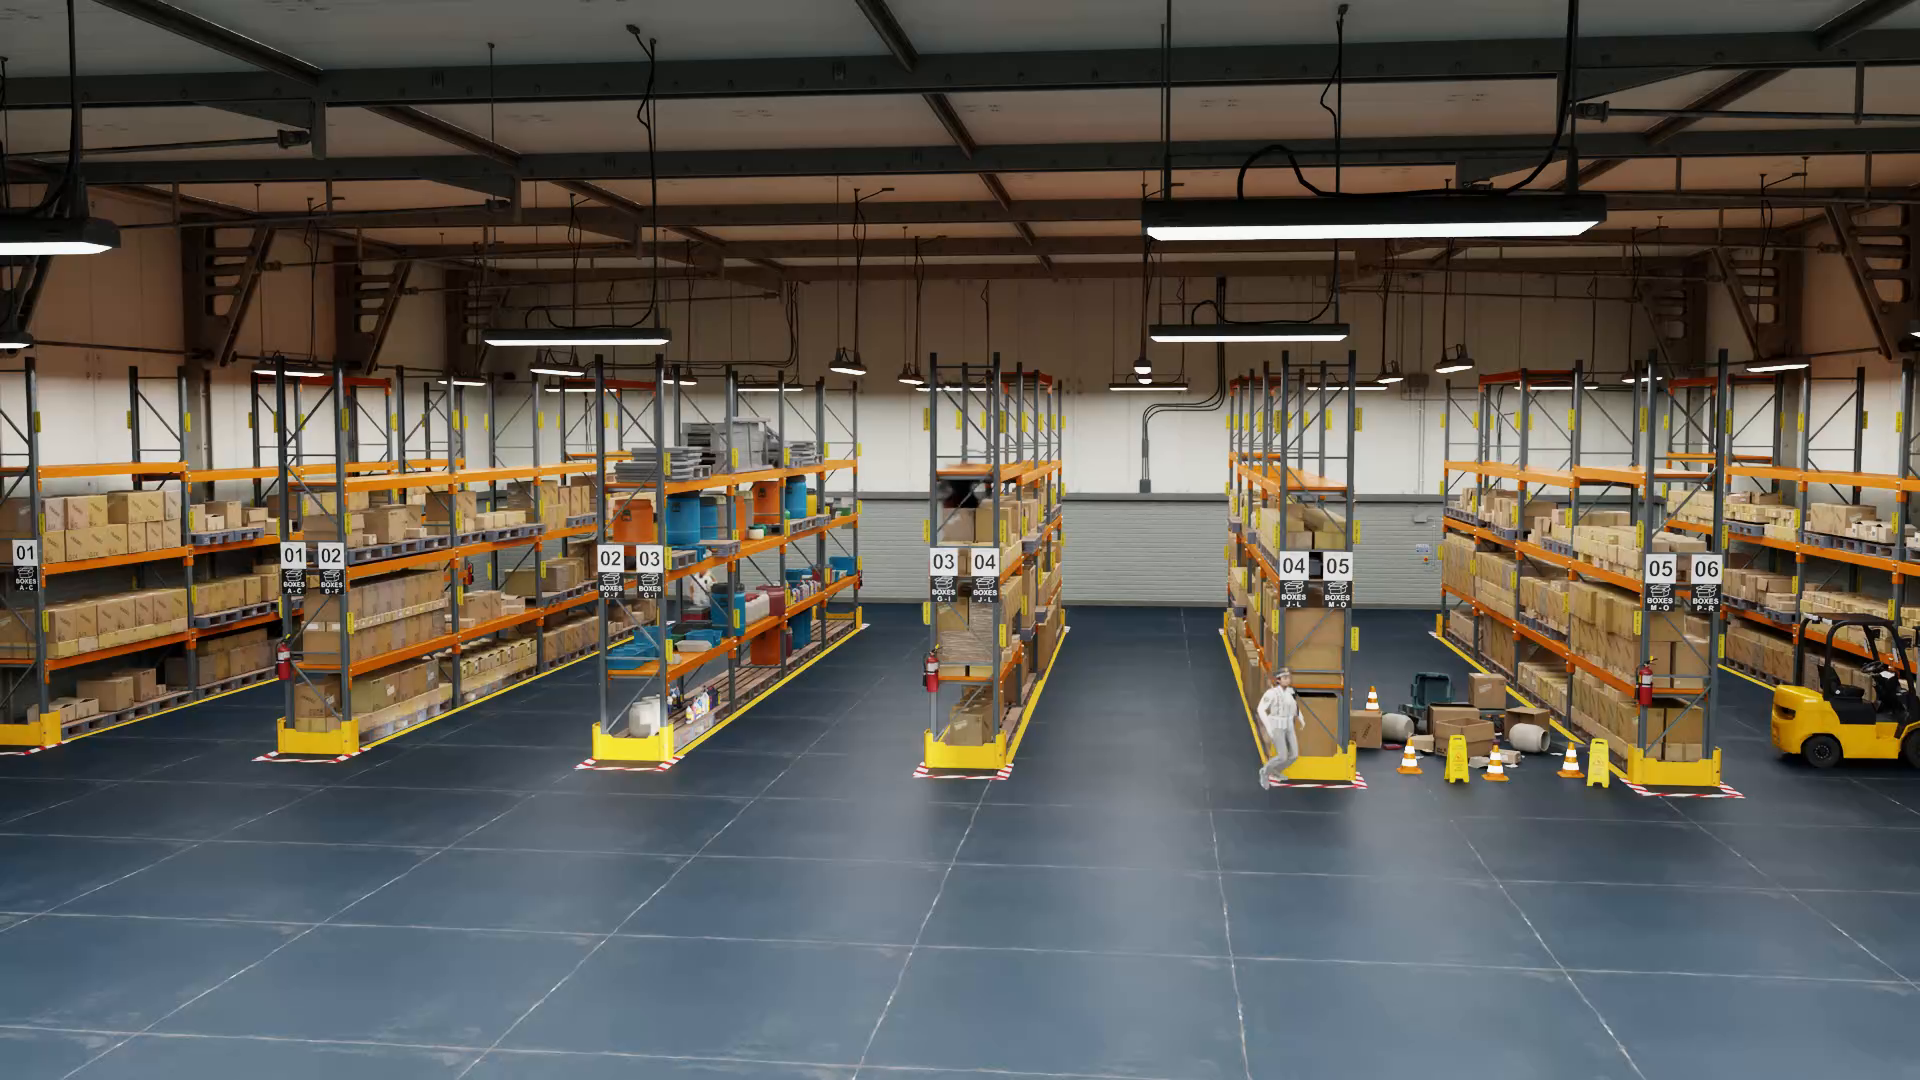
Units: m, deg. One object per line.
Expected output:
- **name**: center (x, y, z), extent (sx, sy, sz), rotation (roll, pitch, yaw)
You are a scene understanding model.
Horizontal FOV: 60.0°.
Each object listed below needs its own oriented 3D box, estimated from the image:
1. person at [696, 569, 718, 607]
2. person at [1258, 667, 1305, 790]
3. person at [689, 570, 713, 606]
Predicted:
- **person**: center (-6.165, 1.361, 40.231), extent (0.618, 1.627, 0.740), rotation (-1, 4, -17)
- **person**: center (4.260, 2.488, 21.964), extent (0.632, 1.651, 0.541), rotation (-3, 5, -34)
- **person**: center (-6.086, 1.428, 39.150), extent (0.617, 1.655, 0.699), rotation (0, 4, -2)
